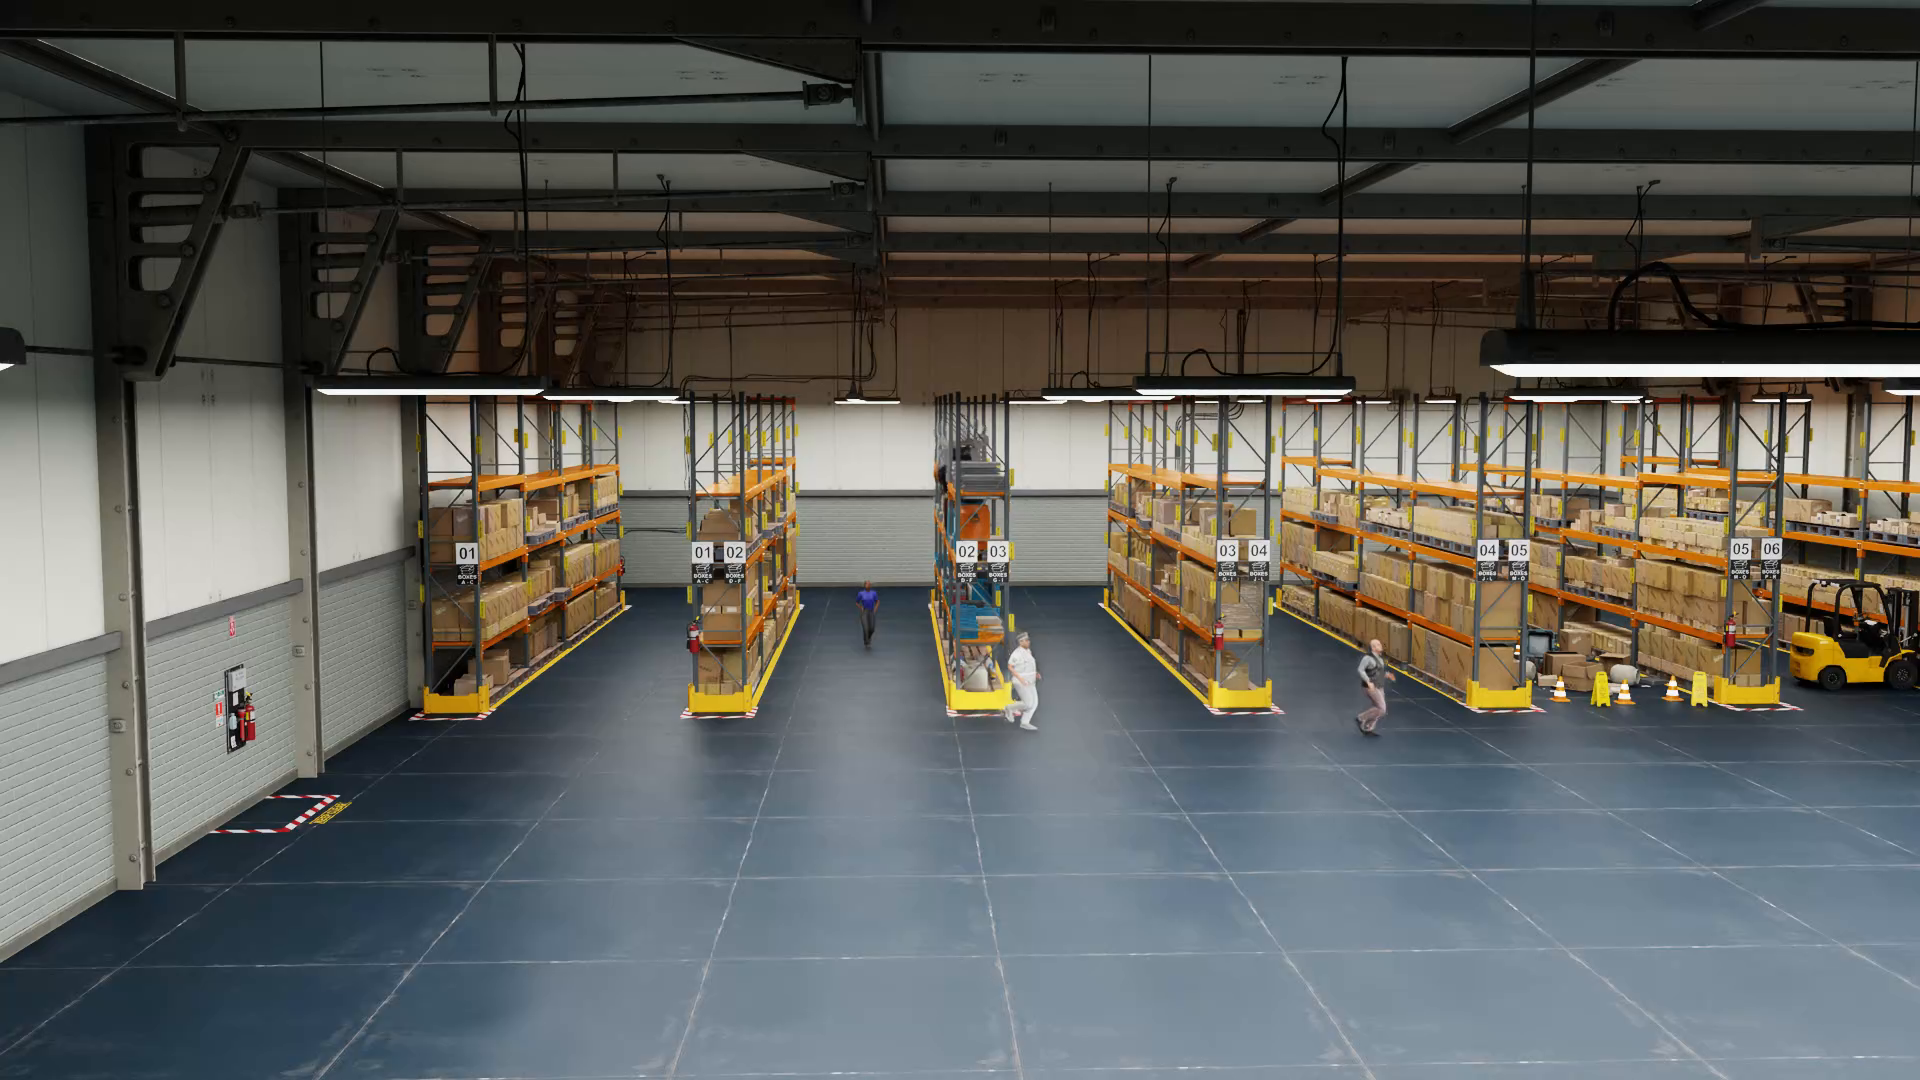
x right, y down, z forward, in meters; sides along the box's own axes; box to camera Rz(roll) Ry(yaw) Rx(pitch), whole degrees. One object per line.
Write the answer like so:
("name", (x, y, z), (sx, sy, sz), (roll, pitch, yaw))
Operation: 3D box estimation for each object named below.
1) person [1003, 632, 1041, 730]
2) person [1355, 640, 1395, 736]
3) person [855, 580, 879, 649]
("person", (1.107, 2.495, 29.546), (0.606, 1.742, 0.675), (3, 5, 29))
("person", (7.233, 2.570, 28.906), (0.605, 1.692, 0.650), (3, 6, 35))
("person", (-2.187, 1.776, 39.440), (0.598, 1.582, 0.560), (-1, 5, -12))
